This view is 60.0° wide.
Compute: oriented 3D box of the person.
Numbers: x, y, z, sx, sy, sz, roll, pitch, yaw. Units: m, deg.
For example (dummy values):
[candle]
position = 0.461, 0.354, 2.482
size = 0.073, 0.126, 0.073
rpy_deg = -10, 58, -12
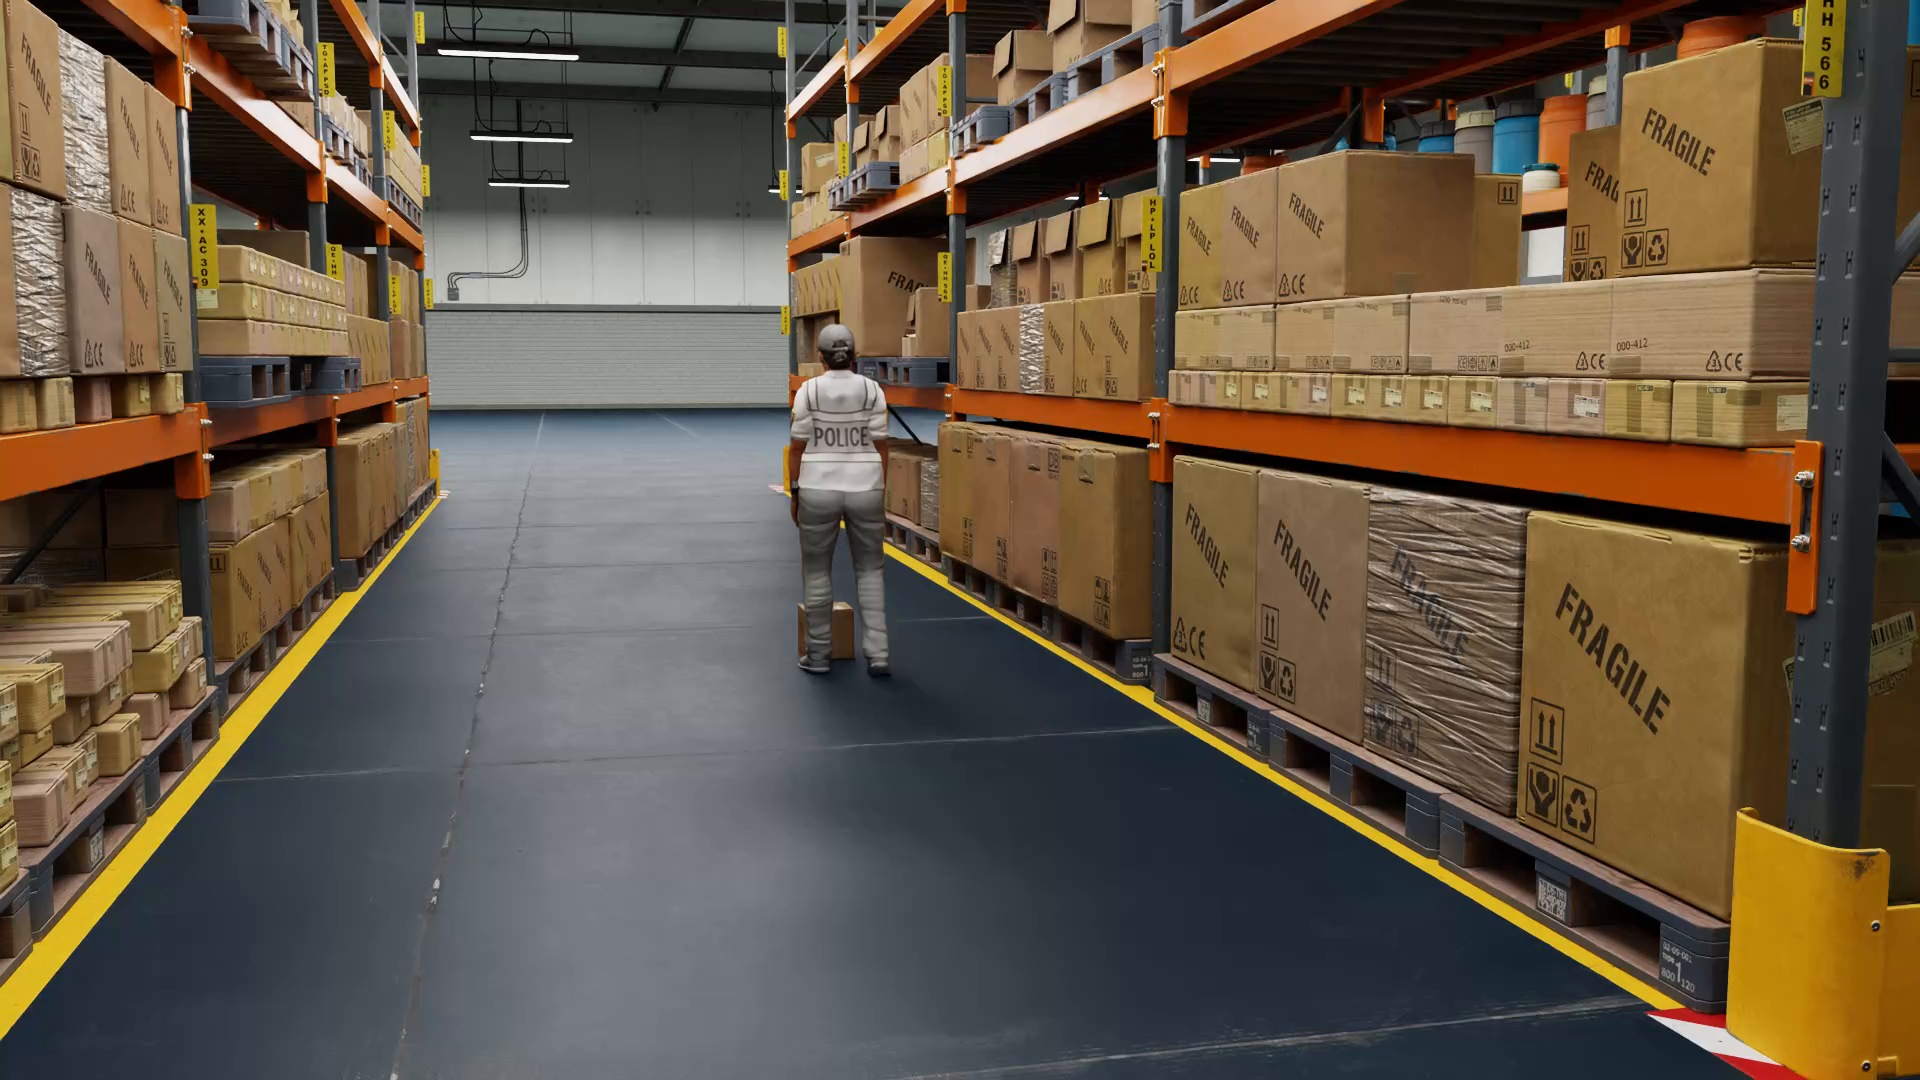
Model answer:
[person]
position = -0.579, -0.155, 7.931
size = 0.481, 1.737, 0.423
rpy_deg = -1, 6, -13
